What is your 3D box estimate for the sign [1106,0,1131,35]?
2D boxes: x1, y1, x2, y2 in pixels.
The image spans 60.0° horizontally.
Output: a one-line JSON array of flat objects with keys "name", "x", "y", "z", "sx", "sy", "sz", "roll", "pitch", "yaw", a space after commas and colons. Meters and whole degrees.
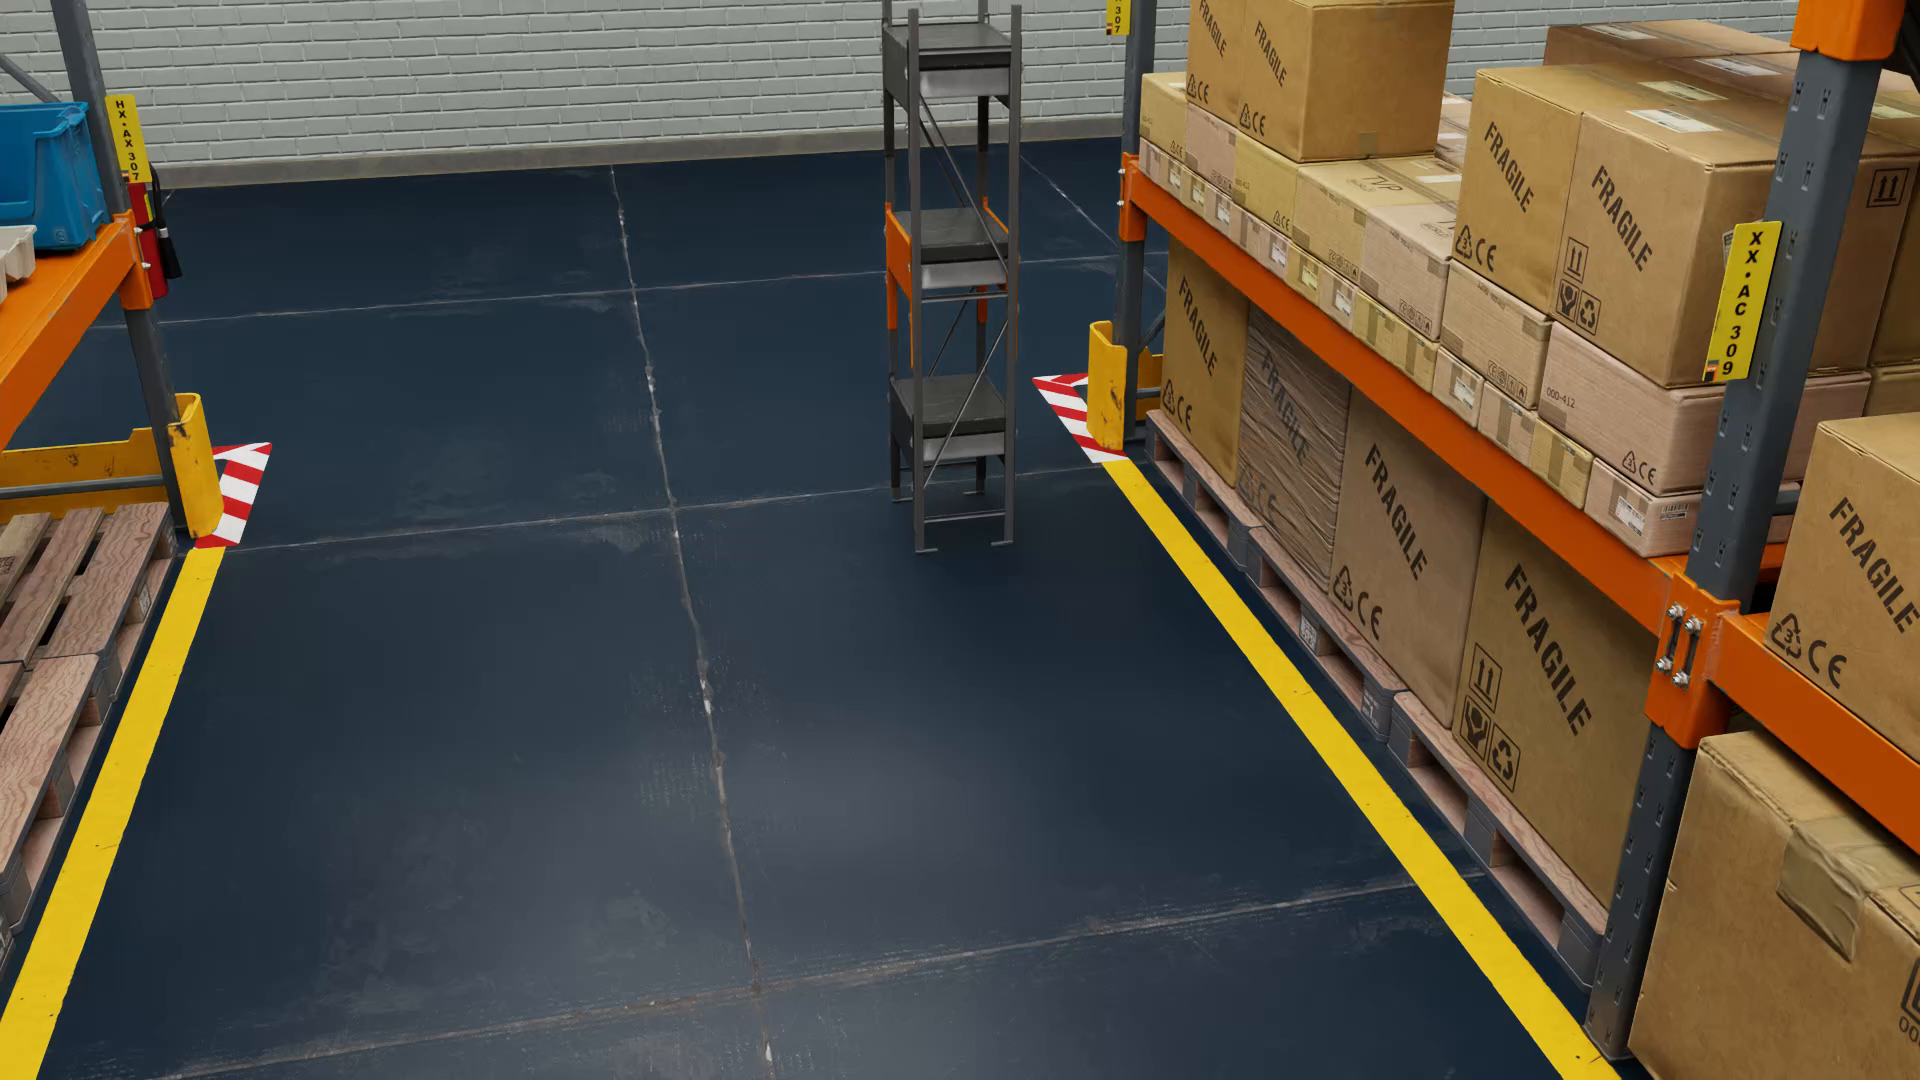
[{"name": "sign", "x": 0.650, "y": -2.230, "z": 6.791, "sx": 0.100, "sy": 0.325, "sz": 0.005, "roll": -6, "pitch": 27, "yaw": -12}]

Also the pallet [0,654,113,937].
[{"name": "pallet", "x": -3.214, "y": 0.786, "z": 4.958, "sx": 1.003, "sy": 0.211, "sz": 1.213, "roll": -6, "pitch": 27, "yaw": -12}]

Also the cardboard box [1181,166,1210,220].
[{"name": "cardboard box", "x": 1.068, "y": -1.336, "z": 6.347, "sx": 0.380, "sy": 0.149, "sz": 0.250, "roll": -7, "pitch": 28, "yaw": -13}]

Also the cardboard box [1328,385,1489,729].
[{"name": "cardboard box", "x": 1.820, "y": -0.038, "z": 5.389, "sx": 0.875, "sy": 0.875, "sz": 0.875, "roll": -6, "pitch": 27, "yaw": -12}]

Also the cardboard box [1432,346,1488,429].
[{"name": "cardboard box", "x": 1.532, "y": -0.433, "z": 4.558, "sx": 0.380, "sy": 0.149, "sz": 0.250, "roll": -5, "pitch": 27, "yaw": -11}]

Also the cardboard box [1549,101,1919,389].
[{"name": "cardboard box", "x": 1.730, "y": -0.682, "z": 3.775, "sx": 0.500, "sy": 0.500, "sz": 0.500, "roll": -5, "pitch": 27, "yaw": -10}]

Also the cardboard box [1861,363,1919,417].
[{"name": "cardboard box", "x": 2.243, "y": -0.405, "z": 4.060, "sx": 0.500, "sy": 0.250, "sz": 0.500, "roll": -6, "pitch": 27, "yaw": -13}]

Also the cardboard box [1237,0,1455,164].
[{"name": "cardboard box", "x": 1.273, "y": -1.578, "z": 5.552, "sx": 0.500, "sy": 0.500, "sz": 0.500, "roll": -7, "pitch": 28, "yaw": -13}]

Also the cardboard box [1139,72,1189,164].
[{"name": "cardboard box", "x": 1.037, "y": -1.690, "z": 6.606, "sx": 0.500, "sy": 0.250, "sz": 0.500, "roll": -7, "pitch": 28, "yaw": -13}]

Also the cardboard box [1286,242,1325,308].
[{"name": "cardboard box", "x": 1.299, "y": -0.886, "z": 5.455, "sx": 0.380, "sy": 0.149, "sz": 0.250, "roll": -7, "pitch": 28, "yaw": -13}]

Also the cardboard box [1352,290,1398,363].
[{"name": "cardboard box", "x": 1.416, "y": -0.659, "z": 5.005, "sx": 0.380, "sy": 0.149, "sz": 0.250, "roll": -6, "pitch": 27, "yaw": -12}]

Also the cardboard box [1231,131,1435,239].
[{"name": "cardboard box", "x": 1.271, "y": -1.241, "z": 5.717, "sx": 0.500, "sy": 0.250, "sz": 0.500, "roll": -7, "pitch": 28, "yaw": -13}]

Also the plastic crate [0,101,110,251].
[{"name": "plastic crate", "x": -3.376, "y": -1.274, "z": 5.839, "sx": 0.616, "sy": 0.435, "sz": 0.499, "roll": -6, "pitch": 27, "yaw": -12}]

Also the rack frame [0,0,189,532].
[{"name": "rack frame", "x": -3.633, "y": -1.359, "z": 6.114, "sx": 1.000, "sy": 3.000, "sz": 0.127, "roll": -6, "pitch": 27, "yaw": -12}]

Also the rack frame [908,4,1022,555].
[{"name": "rack frame", "x": 0.018, "y": -0.903, "z": 6.209, "sx": 0.400, "sy": 2.100, "sz": 0.015, "roll": -6, "pitch": 27, "yaw": -12}]

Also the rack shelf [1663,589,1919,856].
[{"name": "rack shelf", "x": 2.544, "y": 1.093, "z": 2.054, "sx": 1.077, "sy": 0.370, "sz": 4.000, "roll": -6, "pitch": 27, "yaw": -12}]

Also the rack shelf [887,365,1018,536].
[{"name": "rack shelf", "x": -0.037, "y": -0.373, "z": 6.742, "sx": 0.431, "sy": 0.518, "sz": 0.480, "roll": -6, "pitch": 27, "yaw": -12}]

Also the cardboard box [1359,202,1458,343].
[{"name": "cardboard box", "x": 1.504, "y": -0.790, "z": 4.823, "sx": 0.500, "sy": 0.250, "sz": 0.500, "roll": -5, "pitch": 27, "yaw": -11}]

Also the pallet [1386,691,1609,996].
[{"name": "pallet", "x": 1.999, "y": 0.797, "z": 4.937, "sx": 1.003, "sy": 0.211, "sz": 1.213, "roll": -6, "pitch": 27, "yaw": -12}]

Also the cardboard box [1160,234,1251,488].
[{"name": "cardboard box", "x": 1.414, "y": -0.828, "z": 6.954, "sx": 0.875, "sy": 0.875, "sz": 0.875, "roll": -6, "pitch": 27, "yaw": -12}]

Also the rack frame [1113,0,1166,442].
[{"name": "rack frame", "x": 1.192, "y": -1.862, "z": 7.111, "sx": 1.000, "sy": 3.000, "sz": 0.127, "roll": -6, "pitch": 27, "yaw": -12}]

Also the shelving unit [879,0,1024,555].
[{"name": "shelving unit", "x": -0.037, "y": -1.010, "z": 6.421, "sx": 0.431, "sy": 2.100, "sz": 0.503, "roll": -6, "pitch": 27, "yaw": -12}]

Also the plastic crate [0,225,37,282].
[{"name": "plastic crate", "x": -3.273, "y": -0.929, "z": 5.487, "sx": 0.396, "sy": 0.136, "sz": 0.243, "roll": -6, "pitch": 27, "yaw": -12}]

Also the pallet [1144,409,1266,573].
[{"name": "pallet", "x": 1.449, "y": -0.274, "z": 7.059, "sx": 1.003, "sy": 0.211, "sz": 1.213, "roll": -6, "pitch": 27, "yaw": -12}]

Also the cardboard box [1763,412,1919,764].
[{"name": "cardboard box", "x": 1.954, "y": 0.076, "z": 3.159, "sx": 0.500, "sy": 0.500, "sz": 0.500, "roll": -6, "pitch": 27, "yaw": -11}]

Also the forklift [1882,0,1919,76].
[{"name": "forklift", "x": 3.598, "y": -1.037, "z": 5.552, "sx": 1.130, "sy": 2.935, "sz": 3.031, "roll": -10, "pitch": 28, "yaw": -18}]

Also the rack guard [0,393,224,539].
[{"name": "rack guard", "x": -3.651, "y": -0.253, "z": 6.696, "sx": 1.175, "sy": 0.500, "sz": 0.348, "roll": -6, "pitch": 27, "yaw": -12}]

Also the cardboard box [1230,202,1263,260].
[{"name": "cardboard box", "x": 1.184, "y": -1.110, "z": 5.899, "sx": 0.380, "sy": 0.149, "sz": 0.250, "roll": -6, "pitch": 27, "yaw": -13}]

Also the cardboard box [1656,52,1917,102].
[{"name": "cardboard box", "x": 2.131, "y": -0.960, "z": 4.327, "sx": 0.500, "sy": 0.500, "sz": 0.500, "roll": -6, "pitch": 27, "yaw": -12}]

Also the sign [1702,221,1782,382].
[{"name": "sign", "x": 1.553, "y": -0.471, "z": 3.306, "sx": 0.100, "sy": 0.325, "sz": 0.005, "roll": -6, "pitch": 27, "yaw": -12}]

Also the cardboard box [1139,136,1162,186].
[{"name": "cardboard box", "x": 0.951, "y": -1.561, "z": 6.792, "sx": 0.380, "sy": 0.149, "sz": 0.250, "roll": -6, "pitch": 27, "yaw": -11}]

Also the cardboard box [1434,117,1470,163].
[{"name": "cardboard box", "x": 1.789, "y": -1.296, "z": 5.825, "sx": 0.500, "sy": 0.250, "sz": 0.500, "roll": -7, "pitch": 28, "yaw": -13}]

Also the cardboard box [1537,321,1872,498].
[{"name": "cardboard box", "x": 1.738, "y": -0.339, "z": 3.930, "sx": 0.500, "sy": 0.250, "sz": 0.500, "roll": -6, "pitch": 27, "yaw": -13}]

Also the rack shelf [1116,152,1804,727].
[{"name": "rack shelf", "x": 1.643, "y": -0.663, "z": 5.533, "sx": 1.077, "sy": 0.370, "sz": 4.000, "roll": -6, "pitch": 27, "yaw": -12}]

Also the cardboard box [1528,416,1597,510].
[{"name": "cardboard box", "x": 1.647, "y": -0.208, "z": 4.112, "sx": 0.380, "sy": 0.149, "sz": 0.250, "roll": -5, "pitch": 27, "yaw": -11}]
